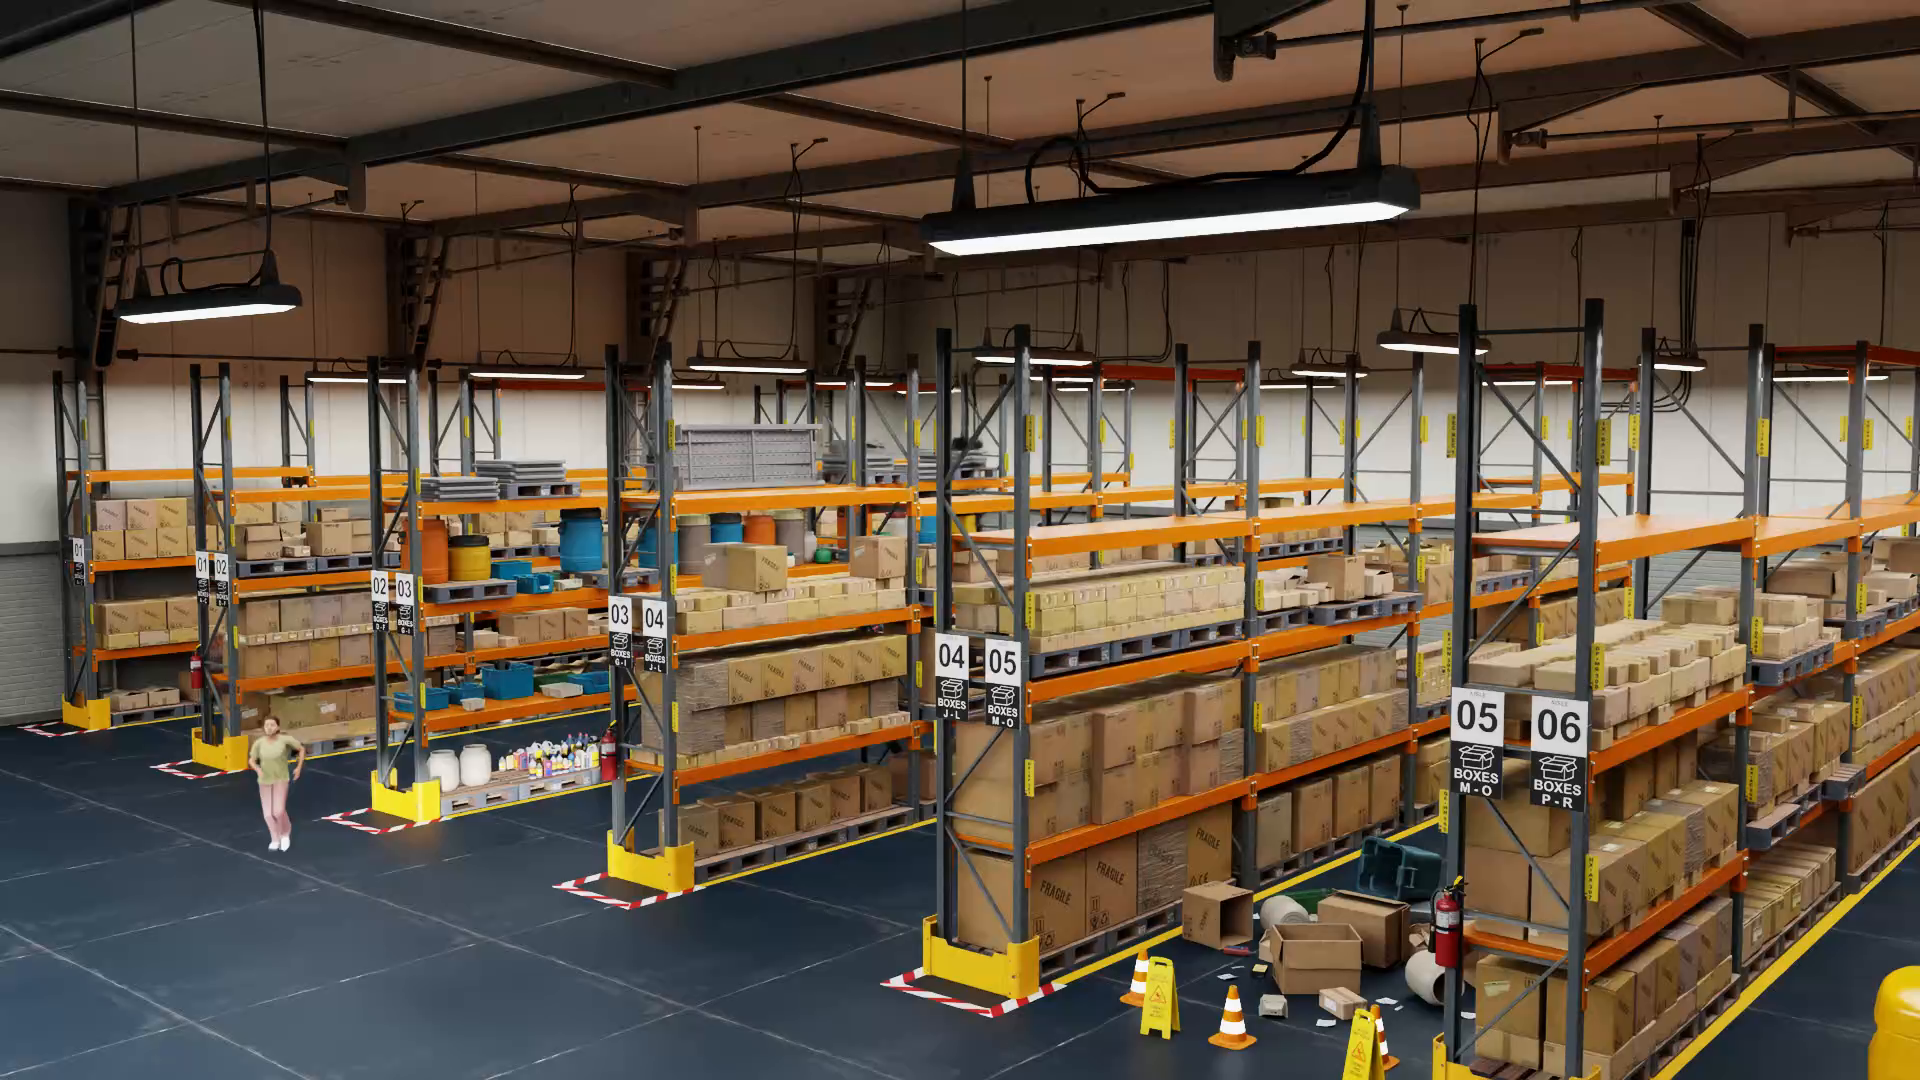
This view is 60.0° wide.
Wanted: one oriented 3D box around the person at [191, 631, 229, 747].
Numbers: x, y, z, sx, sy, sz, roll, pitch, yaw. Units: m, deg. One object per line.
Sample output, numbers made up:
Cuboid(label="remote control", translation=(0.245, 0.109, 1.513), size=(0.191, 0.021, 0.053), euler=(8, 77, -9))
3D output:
Cuboid(label="person", translation=(-11.808, 2.330, 26.472), size=(0.686, 1.788, 1.037), euler=(2, 5, 25))

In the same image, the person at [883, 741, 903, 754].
Cuboid(label="person", translation=(-0.963, 2.627, 24.284), size=(0.580, 1.560, 0.550), euler=(-4, 6, -43))

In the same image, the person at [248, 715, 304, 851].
Cuboid(label="person", translation=(-8.168, 2.907, 19.840), size=(0.596, 1.650, 0.622), euler=(-1, 4, -9))
